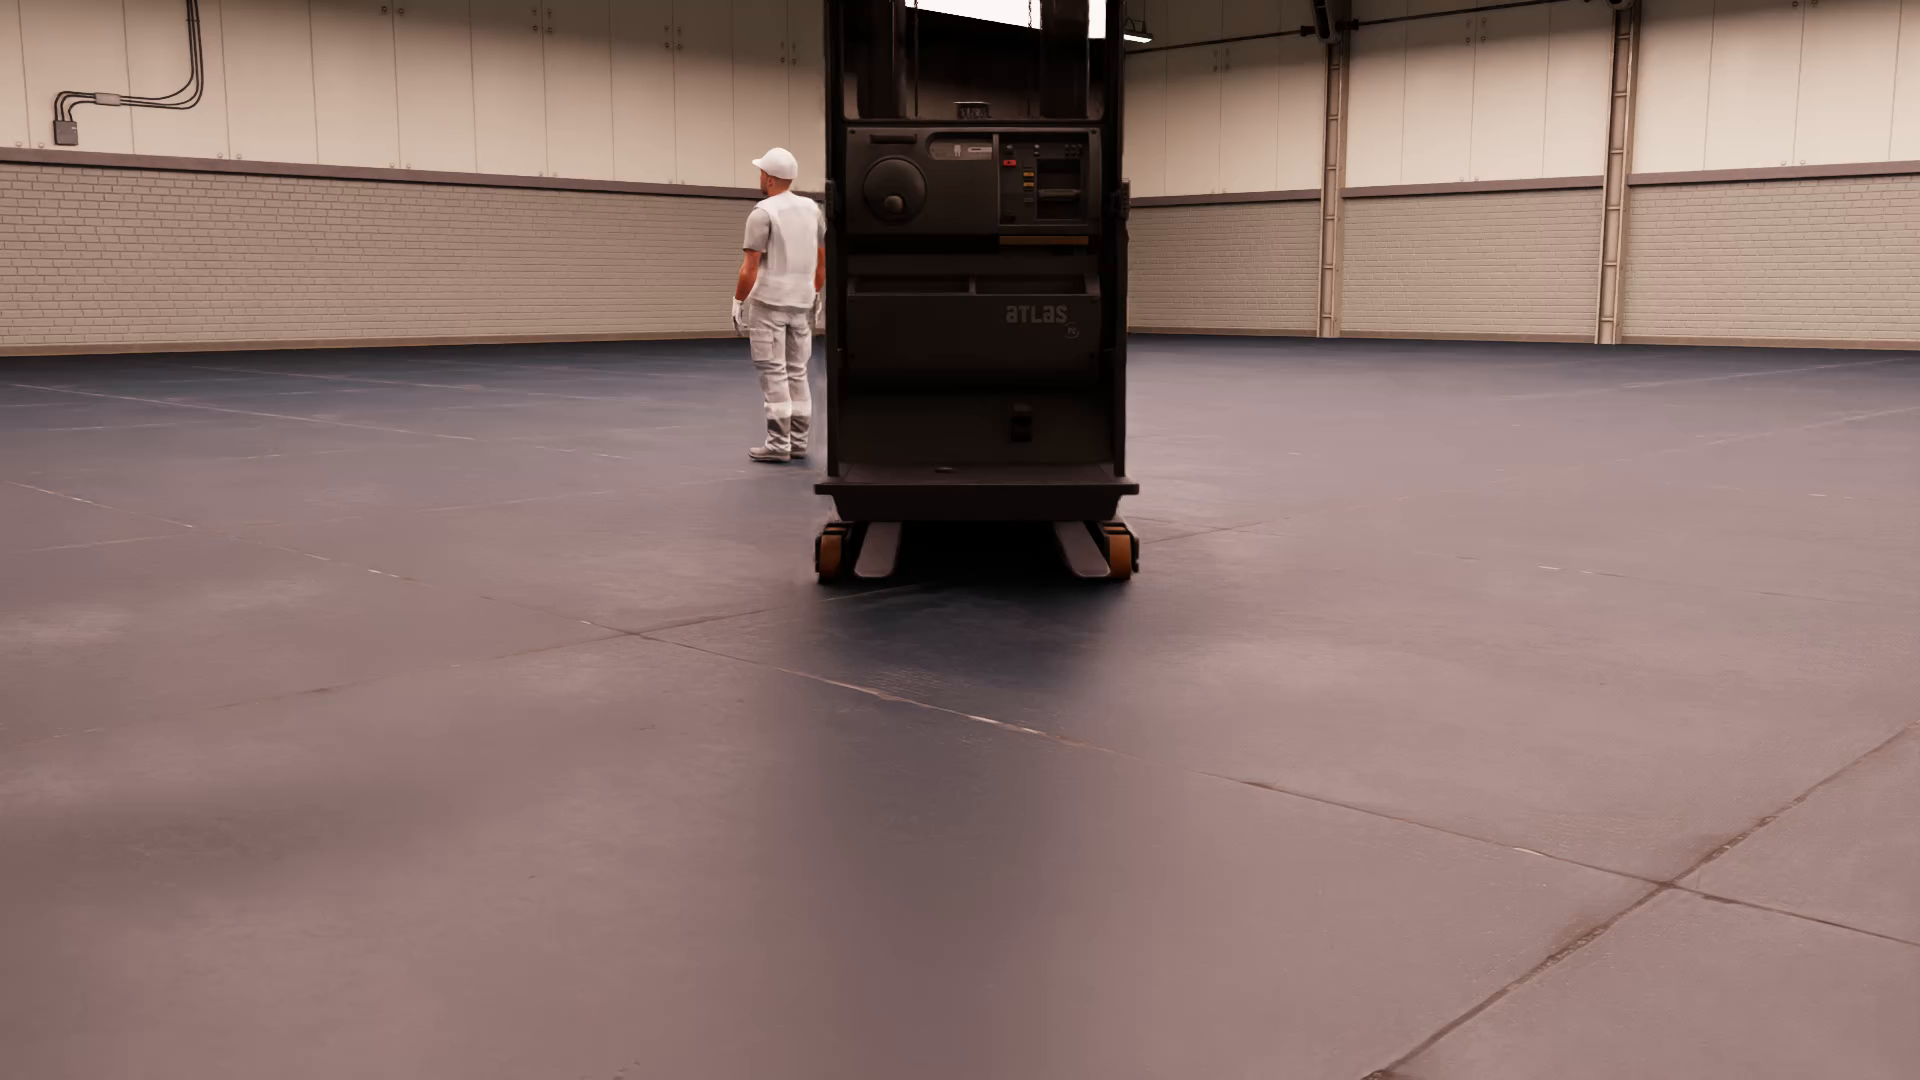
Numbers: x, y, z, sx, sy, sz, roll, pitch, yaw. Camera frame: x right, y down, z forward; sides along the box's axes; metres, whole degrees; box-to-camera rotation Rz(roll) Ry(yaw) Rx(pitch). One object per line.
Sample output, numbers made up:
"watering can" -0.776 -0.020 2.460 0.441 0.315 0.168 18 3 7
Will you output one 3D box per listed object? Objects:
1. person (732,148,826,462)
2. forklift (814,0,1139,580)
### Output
"person" -1.092 -1.357 9.674 0.638 1.787 0.564 -8 12 -44
"forklift" 0.053 -1.353 5.856 1.130 2.935 3.031 0 9 0
